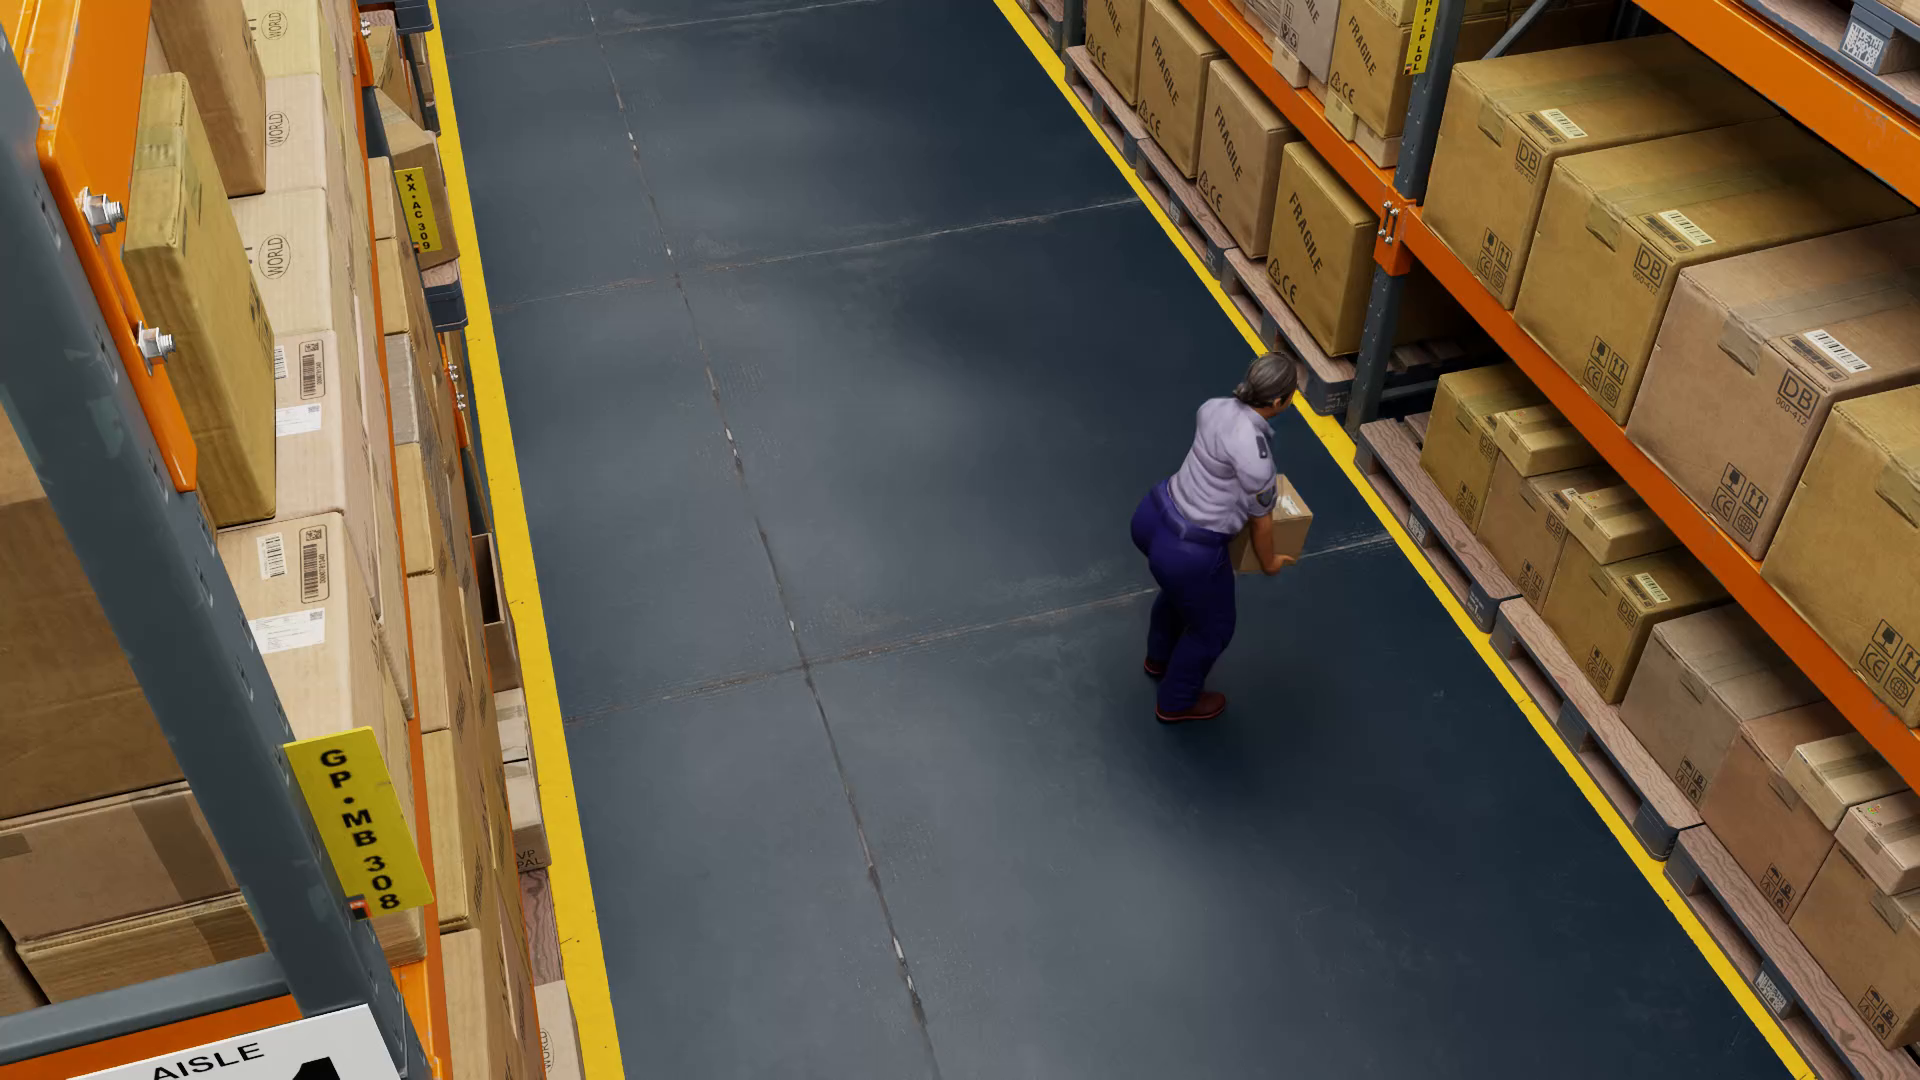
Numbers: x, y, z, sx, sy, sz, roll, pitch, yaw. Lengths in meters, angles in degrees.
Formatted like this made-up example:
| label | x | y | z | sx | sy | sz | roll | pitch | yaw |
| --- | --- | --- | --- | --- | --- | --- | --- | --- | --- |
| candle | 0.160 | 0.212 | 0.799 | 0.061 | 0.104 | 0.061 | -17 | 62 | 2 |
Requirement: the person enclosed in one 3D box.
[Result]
| label | x | y | z | sx | sy | sz | roll | pitch | yaw |
| --- | --- | --- | --- | --- | --- | --- | --- | --- | --- |
| person | 0.939 | 0.000 | 6.228 | 0.576 | 1.582 | 0.438 | -13 | 44 | -13 |
